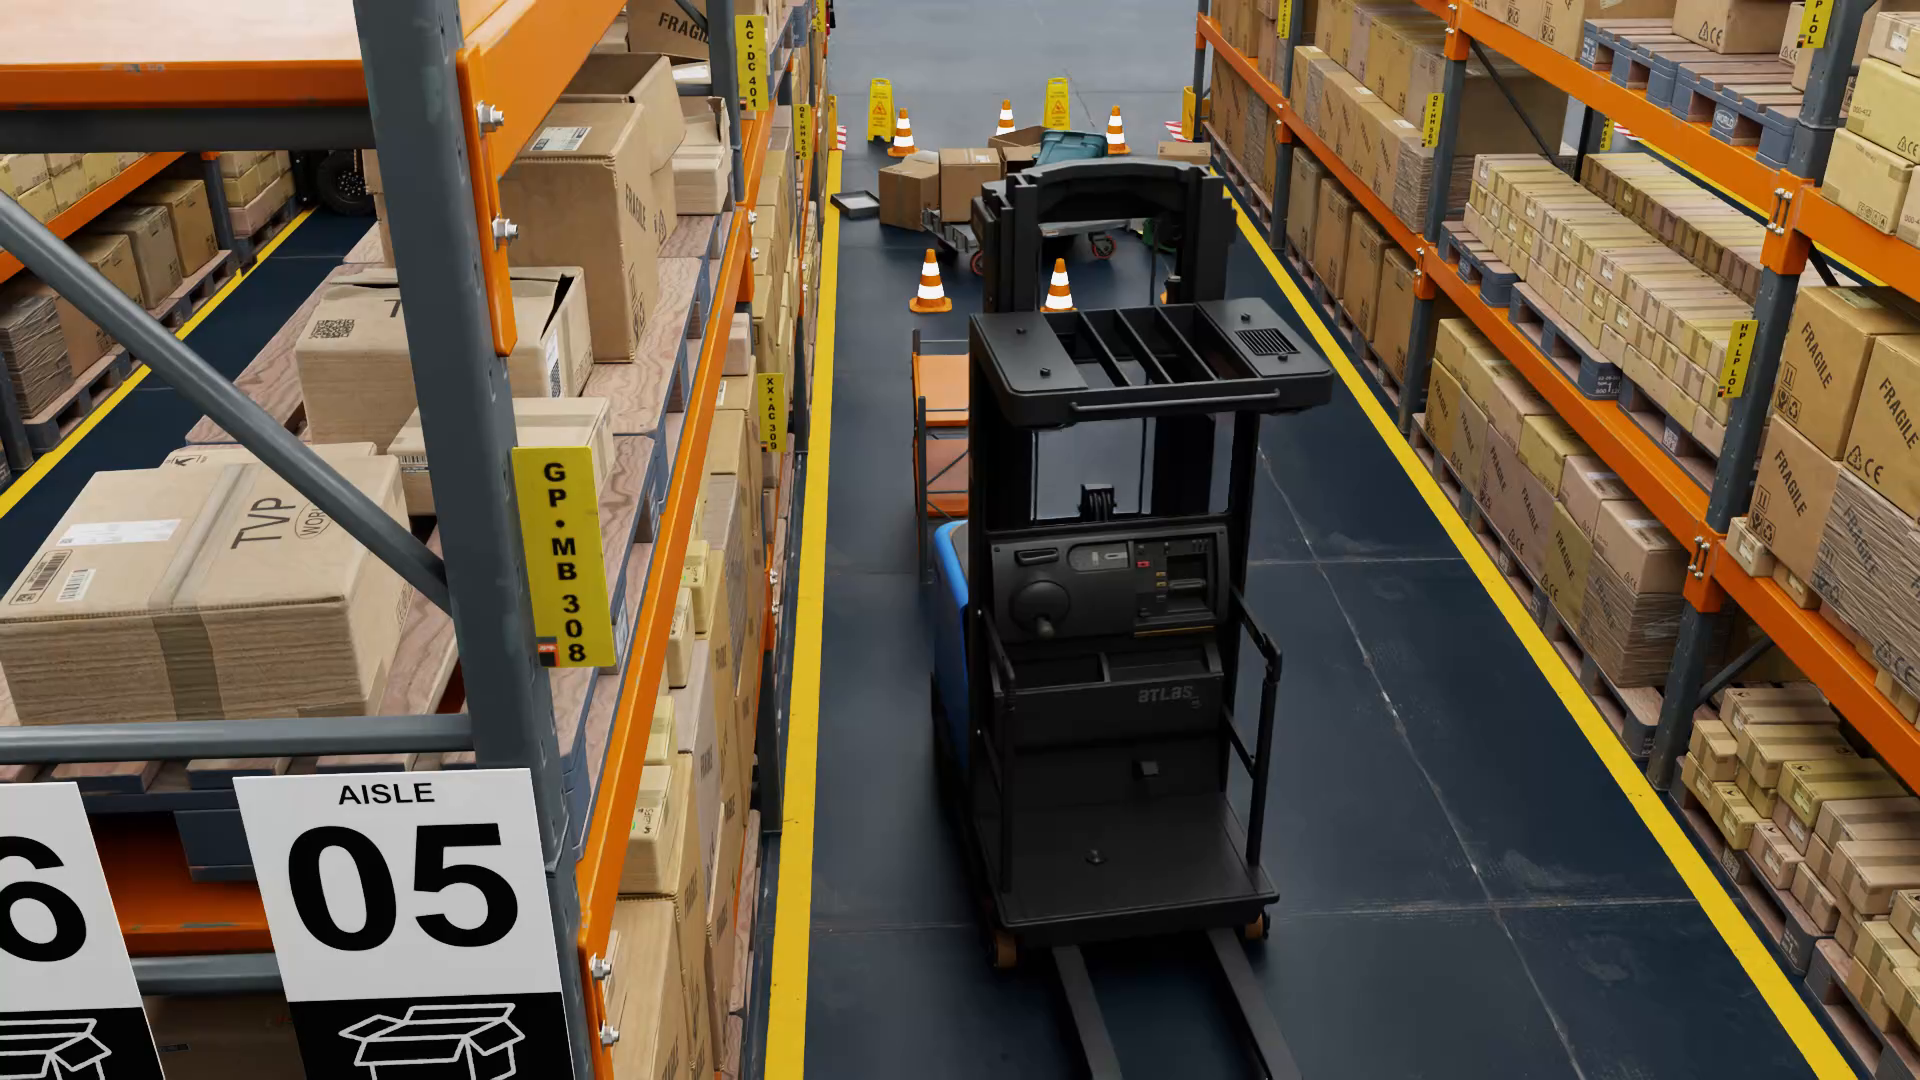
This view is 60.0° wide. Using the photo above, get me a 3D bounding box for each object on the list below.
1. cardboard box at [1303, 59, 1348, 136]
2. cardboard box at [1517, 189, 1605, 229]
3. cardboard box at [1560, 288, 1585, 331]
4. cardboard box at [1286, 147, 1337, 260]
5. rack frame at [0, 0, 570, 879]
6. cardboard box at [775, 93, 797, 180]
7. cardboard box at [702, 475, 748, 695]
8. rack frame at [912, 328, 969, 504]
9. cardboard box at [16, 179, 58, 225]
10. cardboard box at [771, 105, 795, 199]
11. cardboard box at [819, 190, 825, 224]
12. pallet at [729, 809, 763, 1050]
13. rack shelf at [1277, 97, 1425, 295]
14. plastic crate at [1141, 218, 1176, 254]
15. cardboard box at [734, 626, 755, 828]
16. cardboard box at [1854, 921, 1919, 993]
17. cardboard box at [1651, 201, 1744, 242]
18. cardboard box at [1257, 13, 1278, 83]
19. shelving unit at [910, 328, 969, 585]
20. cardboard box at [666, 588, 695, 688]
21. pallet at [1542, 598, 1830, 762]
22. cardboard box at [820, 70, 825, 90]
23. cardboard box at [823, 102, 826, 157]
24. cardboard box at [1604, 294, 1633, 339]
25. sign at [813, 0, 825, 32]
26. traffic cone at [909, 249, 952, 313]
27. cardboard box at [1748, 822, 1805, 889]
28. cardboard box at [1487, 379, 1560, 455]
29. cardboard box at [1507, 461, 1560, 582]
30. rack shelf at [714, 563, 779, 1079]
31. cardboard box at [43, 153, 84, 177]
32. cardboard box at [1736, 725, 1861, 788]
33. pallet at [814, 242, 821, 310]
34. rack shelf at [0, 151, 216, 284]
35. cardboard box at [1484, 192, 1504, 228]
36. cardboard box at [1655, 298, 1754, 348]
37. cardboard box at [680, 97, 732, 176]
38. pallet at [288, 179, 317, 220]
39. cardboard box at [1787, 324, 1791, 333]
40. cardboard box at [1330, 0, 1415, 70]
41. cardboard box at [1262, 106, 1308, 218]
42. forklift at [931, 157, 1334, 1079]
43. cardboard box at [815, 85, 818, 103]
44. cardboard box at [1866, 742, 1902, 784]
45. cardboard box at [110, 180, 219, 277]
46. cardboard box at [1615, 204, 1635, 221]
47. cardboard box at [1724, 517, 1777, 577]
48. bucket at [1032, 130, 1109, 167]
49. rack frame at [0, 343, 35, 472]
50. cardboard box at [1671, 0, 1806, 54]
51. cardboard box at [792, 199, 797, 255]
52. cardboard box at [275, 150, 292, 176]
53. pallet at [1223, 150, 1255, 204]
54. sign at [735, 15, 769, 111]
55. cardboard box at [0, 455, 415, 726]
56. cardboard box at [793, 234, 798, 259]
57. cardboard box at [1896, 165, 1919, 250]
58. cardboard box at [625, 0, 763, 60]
[{"bbox_3d":[3.025,-3.480,13.070,0.500,0.500,0.500,-1,28,-2],"label":"cardboard box"},{"bbox_3d":[3.317,-1.831,9.192,0.380,0.149,0.250,-3,28,-5],"label":"cardboard box"},{"bbox_3d":[3.353,-1.201,8.627,0.380,0.149,0.250,-2,28,-4],"label":"cardboard box"},{"bbox_3d":[3.361,-2.822,13.896,1.050,0.750,0.750,-2,28,-3],"label":"cardboard box"},{"bbox_3d":[-1.072,-0.870,1.687,1.000,3.000,0.127,-1,28,-3],"label":"rack frame"},{"bbox_3d":[-1.282,-2.480,10.378,0.500,0.500,0.500,-2,28,-4],"label":"cardboard box"},{"bbox_3d":[-0.926,0.136,5.056,0.500,0.500,0.500,-1,28,-2],"label":"cardboard box"},{"bbox_3d":[-0.026,-0.730,9.934,0.500,1.125,0.032,-1,28,-3],"label":"rack frame"},{"bbox_3d":[-6.247,-2.159,10.809,0.500,0.250,0.500,-2,28,-4],"label":"cardboard box"},{"bbox_3d":[-1.202,-2.159,9.457,0.500,0.500,0.500,-2,28,-4],"label":"cardboard box"},{"bbox_3d":[-1.460,-2.998,14.773,0.500,0.250,0.500,-3,28,-5],"label":"cardboard box"},{"bbox_3d":[-1.320,1.532,6.584,1.003,0.211,1.213,-1,28,-3],"label":"pallet"},{"bbox_3d":[3.344,-2.675,12.413,1.077,0.370,4.000,-1,28,-3],"label":"rack shelf"},{"bbox_3d":[1.922,-2.745,14.748,0.450,0.188,0.662,22,34,18],"label":"plastic crate"},{"bbox_3d":[-0.928,0.576,5.294,0.500,0.500,0.500,-2,28,-3],"label":"cardboard box"},{"bbox_3d":[3.460,1.495,5.948,0.380,0.149,0.250,-2,28,-3],"label":"cardboard box"},{"bbox_3d":[3.980,-1.722,8.982,0.380,0.149,0.250,-1,28,-3],"label":"cardboard box"},{"bbox_3d":[3.157,-4.408,14.795,0.875,0.550,0.550,-1,28,-3],"label":"cardboard box"},{"bbox_3d":[0.000,-0.496,9.484,0.538,1.125,1.048,-1,28,-3],"label":"shelving unit"},{"bbox_3d":[-0.867,0.245,4.146,0.380,0.149,0.250,-1,28,-2],"label":"cardboard box"},{"bbox_3d":[3.615,0.654,8.269,1.003,0.211,1.213,-1,28,-3],"label":"pallet"},{"bbox_3d":[-1.497,-4.416,15.981,0.380,0.149,0.250,0,28,0],"label":"cardboard box"},{"bbox_3d":[-1.525,-3.816,15.532,0.500,0.500,0.500,0,28,0],"label":"cardboard box"},{"bbox_3d":[3.383,-1.092,8.095,0.380,0.149,0.250,-3,28,-5],"label":"cardboard box"},{"bbox_3d":[-1.145,-4.280,13.460,0.100,0.325,0.005,-1,28,-3],"label":"sign"},{"bbox_3d":[-0.236,-2.088,13.253,0.336,0.463,0.334,-1,28,-3],"label":"traffic cone"},{"bbox_3d":[3.434,1.267,6.706,0.380,0.149,0.250,-2,28,-3],"label":"cardboard box"},{"bbox_3d":[3.282,-0.694,9.274,0.500,0.250,0.500,-1,28,-2],"label":"cardboard box"},{"bbox_3d":[3.318,-0.111,8.968,0.500,0.500,0.500,-2,28,-4],"label":"cardboard box"},{"bbox_3d":[-1.177,1.186,5.011,1.077,0.370,4.000,-1,28,-3],"label":"rack shelf"},{"bbox_3d":[-6.260,-2.622,11.155,0.500,0.250,0.500,-2,28,-4],"label":"cardboard box"},{"bbox_3d":[3.423,0.884,6.798,0.380,0.149,0.250,0,28,0],"label":"cardboard box"},{"bbox_3d":[-1.657,-2.156,13.655,1.003,0.211,1.213,-1,28,-3],"label":"pallet"},{"bbox_3d":[-6.551,-2.387,11.862,1.077,0.370,4.000,-1,28,-3],"label":"rack shelf"},{"bbox_3d":[3.289,-1.924,9.691,0.380,0.149,0.250,0,28,0],"label":"cardboard box"},{"bbox_3d":[3.414,-0.986,7.571,0.380,0.149,0.250,-2,28,-4],"label":"cardboard box"},{"bbox_3d":[-0.928,-1.271,5.282,0.396,0.266,0.258,-1,28,-1],"label":"cardboard box"},{"bbox_3d":[-6.722,-3.327,15.900,1.003,0.211,1.213,-1,28,-3],"label":"pallet"},{"bbox_3d":[4.052,-0.982,7.885,0.380,0.149,0.250,-3,28,-5],"label":"cardboard box"},{"bbox_3d":[3.300,-3.939,12.869,0.700,0.500,0.500,-2,28,-3],"label":"cardboard box"},{"bbox_3d":[3.276,-3.454,14.972,0.875,0.875,0.875,-1,28,-2],"label":"cardboard box"},{"bbox_3d":[0.617,0.203,6.191,1.130,2.935,3.031,-4,28,-9],"label":"forklift"},{"bbox_3d":[-1.395,-3.793,14.051,0.380,0.149,0.250,-2,28,-3],"label":"cardboard box"},{"bbox_3d":[3.988,0.866,6.832,0.380,0.149,0.250,-1,28,-2],"label":"cardboard box"},{"bbox_3d":[-6.617,-2.523,13.457,0.875,0.625,0.625,0,28,0],"label":"cardboard box"},{"bbox_3d":[3.960,-1.815,9.483,0.380,0.149,0.250,-1,28,-1],"label":"cardboard box"},{"bbox_3d":[3.345,0.027,6.727,0.380,0.149,0.250,0,28,-1],"label":"cardboard box"},{"bbox_3d":[0.930,-3.147,14.437,0.726,0.611,0.620,8,39,15],"label":"bucket"},{"bbox_3d":[-6.447,-1.783,9.924,1.000,3.000,0.127,-1,28,-3],"label":"rack frame"},{"bbox_3d":[3.707,-2.502,7.494,0.797,0.503,0.637,-2,28,-3],"label":"cardboard box"},{"bbox_3d":[-1.211,-1.842,9.659,0.500,0.250,0.500,-1,28,-3],"label":"cardboard box"},{"bbox_3d":[-6.416,-3.514,15.223,0.500,0.250,0.500,-2,28,-3],"label":"cardboard box"},{"bbox_3d":[3.211,-3.599,16.423,1.003,0.211,1.213,-1,28,-3],"label":"pallet"},{"bbox_3d":[-0.727,-1.665,5.811,0.100,0.325,0.005,-1,28,-3],"label":"sign"},{"bbox_3d":[-1.186,0.091,2.689,0.500,0.250,0.500,-4,28,-7],"label":"cardboard box"},{"bbox_3d":[-1.204,-1.611,9.756,0.500,0.250,0.500,-2,28,-4],"label":"cardboard box"},{"bbox_3d":[3.453,-1.035,5.410,0.500,0.250,0.500,-2,28,-3],"label":"cardboard box"},{"bbox_3d":[-1.038,-2.032,6.596,0.500,0.500,0.500,-2,28,-4],"label":"cardboard box"}]
